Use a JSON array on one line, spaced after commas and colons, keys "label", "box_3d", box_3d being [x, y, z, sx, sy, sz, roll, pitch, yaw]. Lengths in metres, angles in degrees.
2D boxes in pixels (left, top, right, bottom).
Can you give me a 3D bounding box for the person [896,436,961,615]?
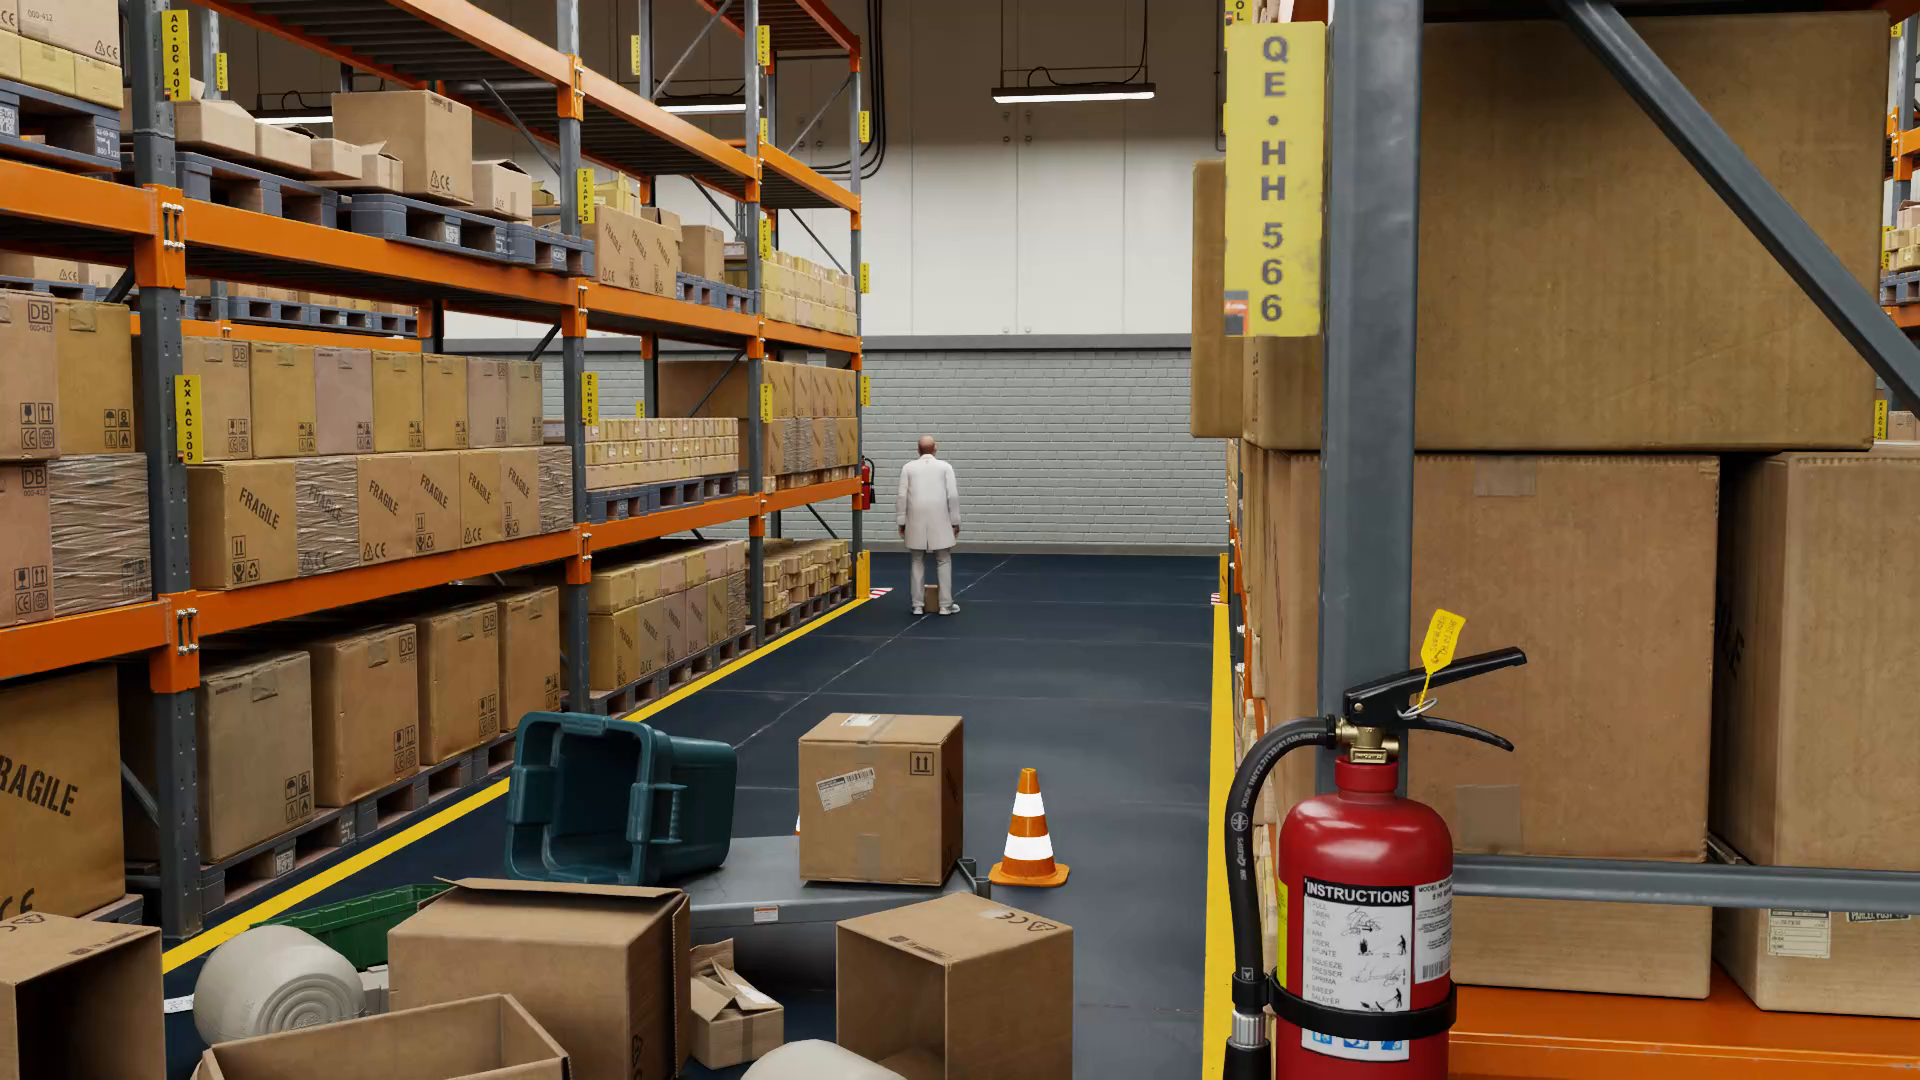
[{"label": "person", "box_3d": [-0.312, -0.150, 16.549, 0.653, 1.774, 0.418, 0, 4, 6]}]
